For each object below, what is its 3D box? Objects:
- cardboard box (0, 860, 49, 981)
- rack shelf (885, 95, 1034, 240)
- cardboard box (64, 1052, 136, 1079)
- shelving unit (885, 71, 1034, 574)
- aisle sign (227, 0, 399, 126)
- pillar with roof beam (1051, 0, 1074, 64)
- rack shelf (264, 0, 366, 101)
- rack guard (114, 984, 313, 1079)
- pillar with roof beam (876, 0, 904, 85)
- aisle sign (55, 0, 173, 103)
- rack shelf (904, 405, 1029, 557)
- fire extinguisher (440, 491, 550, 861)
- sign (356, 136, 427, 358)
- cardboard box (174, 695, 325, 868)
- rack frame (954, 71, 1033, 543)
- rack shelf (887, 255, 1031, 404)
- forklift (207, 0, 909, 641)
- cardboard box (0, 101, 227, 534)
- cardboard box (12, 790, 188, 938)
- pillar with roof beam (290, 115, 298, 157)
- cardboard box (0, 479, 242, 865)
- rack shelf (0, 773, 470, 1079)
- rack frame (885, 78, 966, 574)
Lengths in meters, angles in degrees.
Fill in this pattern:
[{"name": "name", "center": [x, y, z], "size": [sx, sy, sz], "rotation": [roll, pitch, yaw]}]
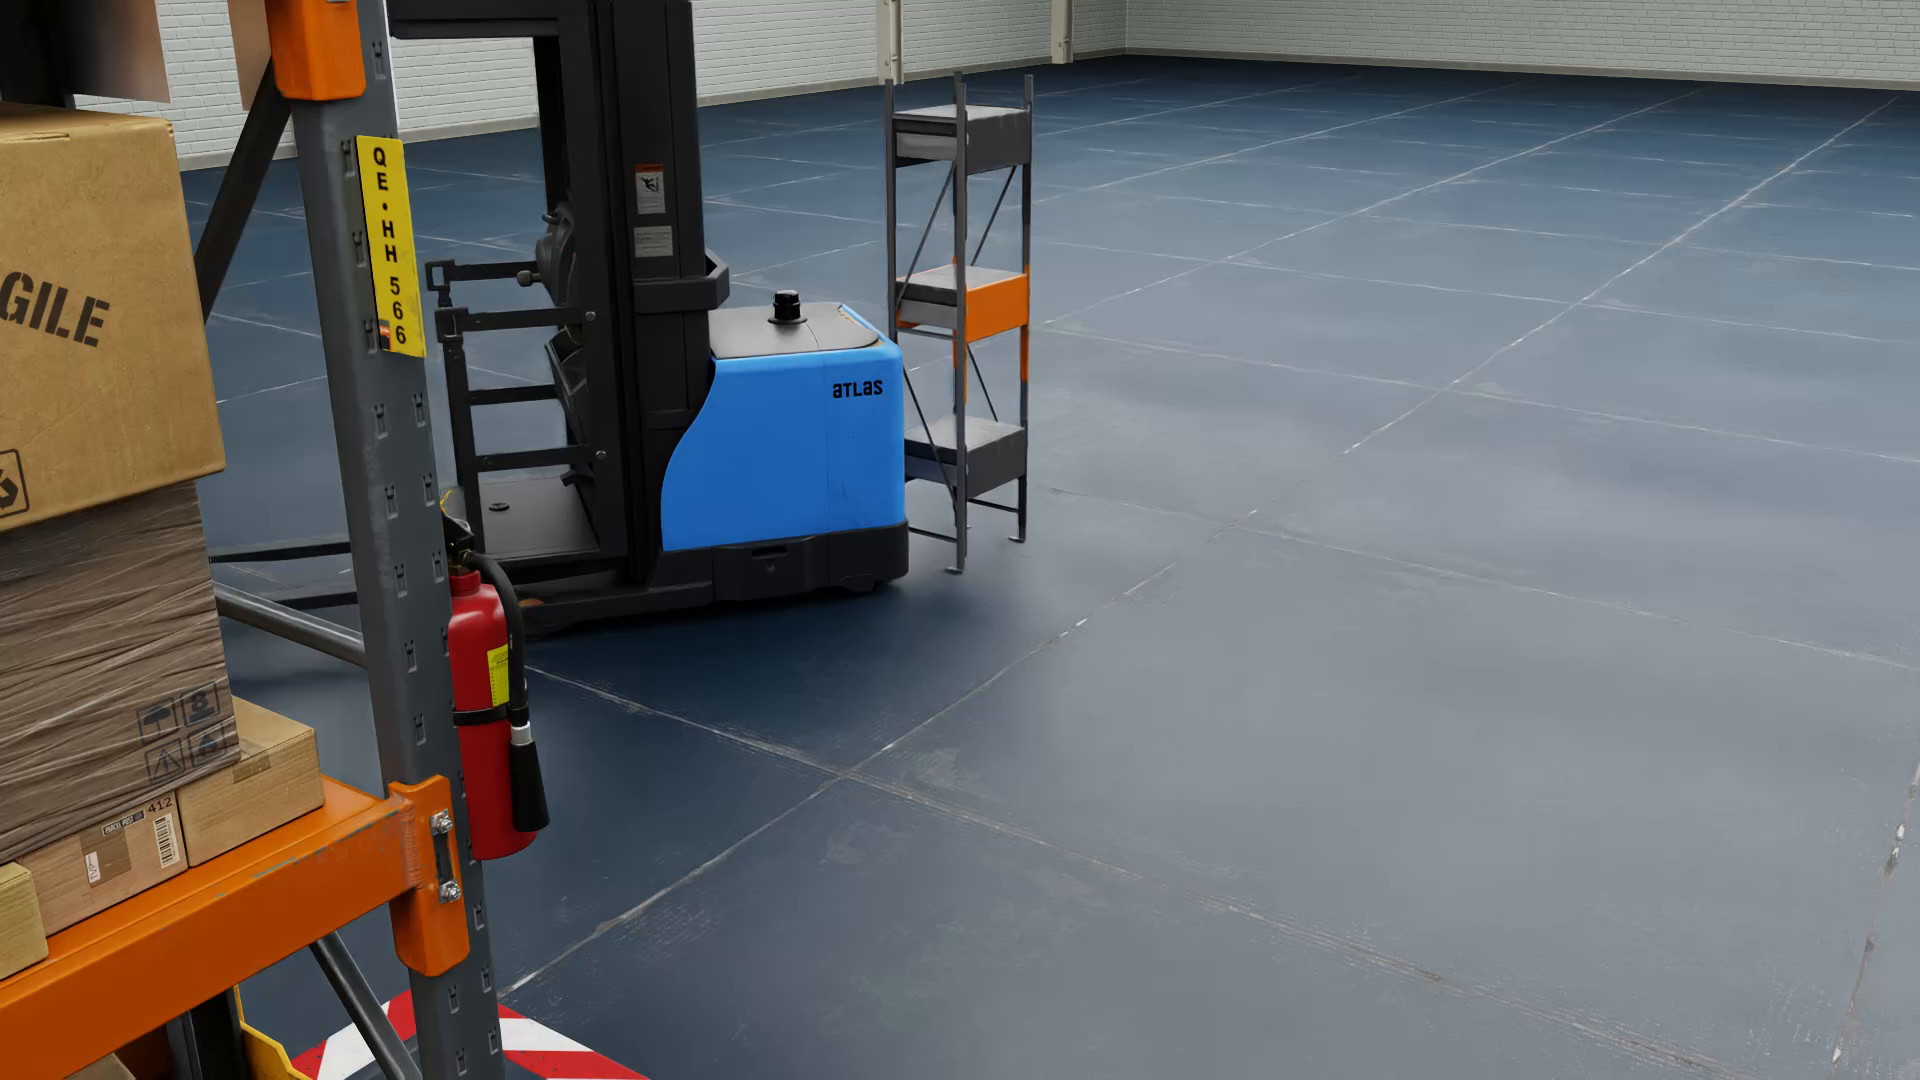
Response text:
[{"name": "cardboard box", "center": [-1.532, 0.531, 2.369], "size": [0.380, 0.149, 0.250], "rotation": [13, 24, 32]}, {"name": "rack shelf", "center": [-0.001, -1.589, 7.055], "size": [0.431, 0.518, 0.480], "rotation": [14, 25, 33]}, {"name": "cardboard box", "center": [-1.669, 1.289, 2.955], "size": [0.500, 0.500, 0.500], "rotation": [19, 28, 42]}, {"name": "shelving unit", "center": [-0.001, -0.945, 7.293], "size": [0.431, 2.100, 0.503], "rotation": [14, 25, 33]}, {"name": "aisle sign", "center": [-1.021, -1.041, 2.508], "size": [0.394, 0.787, 0.004], "rotation": [13, 24, 32]}, {"name": "pillar with roof beam", "center": [5.681, -13.320, 30.803], "size": [9.100, 9.000, 0.400], "rotation": [13, 24, 32]}, {"name": "rack shelf", "center": [-2.428, -0.358, 1.123], "size": [1.077, 0.370, 4.000], "rotation": [13, 24, 32]}, {"name": "rack guard", "center": [-1.347, 1.332, 3.444], "size": [1.175, 0.500, 0.348], "rotation": [13, 24, 32]}, {"name": "pillar with roof beam", "center": [2.308, -11.598, 26.149], "size": [9.100, 9.000, 0.400], "rotation": [13, 24, 32]}, {"name": "aisle sign", "center": [-1.517, -1.158, 2.825], "size": [0.394, 0.787, 0.004], "rotation": [13, 24, 32]}, {"name": "rack shelf", "center": [-0.001, -0.276, 7.541], "size": [0.431, 0.518, 0.480], "rotation": [14, 25, 33]}, {"name": "fire extinguisher", "center": [-0.858, 0.231, 2.929], "size": [0.296, 0.674, 0.183], "rotation": [13, 24, 32]}, {"name": "sign", "center": [-0.856, -0.440, 2.506], "size": [0.100, 0.325, 0.005], "rotation": [13, 24, 32]}, {"name": "cardboard box", "center": [-1.293, 0.377, 2.783], "size": [0.380, 0.149, 0.250], "rotation": [13, 24, 32]}, {"name": "rack frame", "center": [0.142, -1.014, 7.479], "size": [0.400, 2.100, 0.015], "rotation": [14, 25, 33]}, {"name": "rack shelf", "center": [-0.001, -0.932, 7.298], "size": [0.431, 0.518, 0.480], "rotation": [14, 25, 33]}, {"name": "forklift", "center": [-1.796, -1.153, 6.658], "size": [3.031, 2.935, 1.130], "rotation": [-7, 21, -18]}, {"name": "cardboard box", "center": [-1.409, -0.312, 2.270], "size": [0.500, 0.500, 0.500], "rotation": [13, 24, 32]}, {"name": "cardboard box", "center": [-1.434, 0.449, 2.590], "size": [0.380, 0.149, 0.250], "rotation": [13, 24, 32]}, {"name": "pillar with roof beam", "center": [-4.438, -8.155, 16.841], "size": [9.100, 9.000, 0.400], "rotation": [13, 24, 32]}, {"name": "cardboard box", "center": [-1.636, 0.104, 2.588], "size": [0.875, 0.500, 0.500], "rotation": [13, 24, 32]}, {"name": "rack shelf", "center": [-2.428, 1.049, 1.643], "size": [1.077, 0.370, 4.000], "rotation": [13, 24, 32]}, {"name": "rack frame", "center": [-0.144, -0.876, 7.108], "size": [0.400, 2.100, 0.015], "rotation": [14, 25, 33]}]
